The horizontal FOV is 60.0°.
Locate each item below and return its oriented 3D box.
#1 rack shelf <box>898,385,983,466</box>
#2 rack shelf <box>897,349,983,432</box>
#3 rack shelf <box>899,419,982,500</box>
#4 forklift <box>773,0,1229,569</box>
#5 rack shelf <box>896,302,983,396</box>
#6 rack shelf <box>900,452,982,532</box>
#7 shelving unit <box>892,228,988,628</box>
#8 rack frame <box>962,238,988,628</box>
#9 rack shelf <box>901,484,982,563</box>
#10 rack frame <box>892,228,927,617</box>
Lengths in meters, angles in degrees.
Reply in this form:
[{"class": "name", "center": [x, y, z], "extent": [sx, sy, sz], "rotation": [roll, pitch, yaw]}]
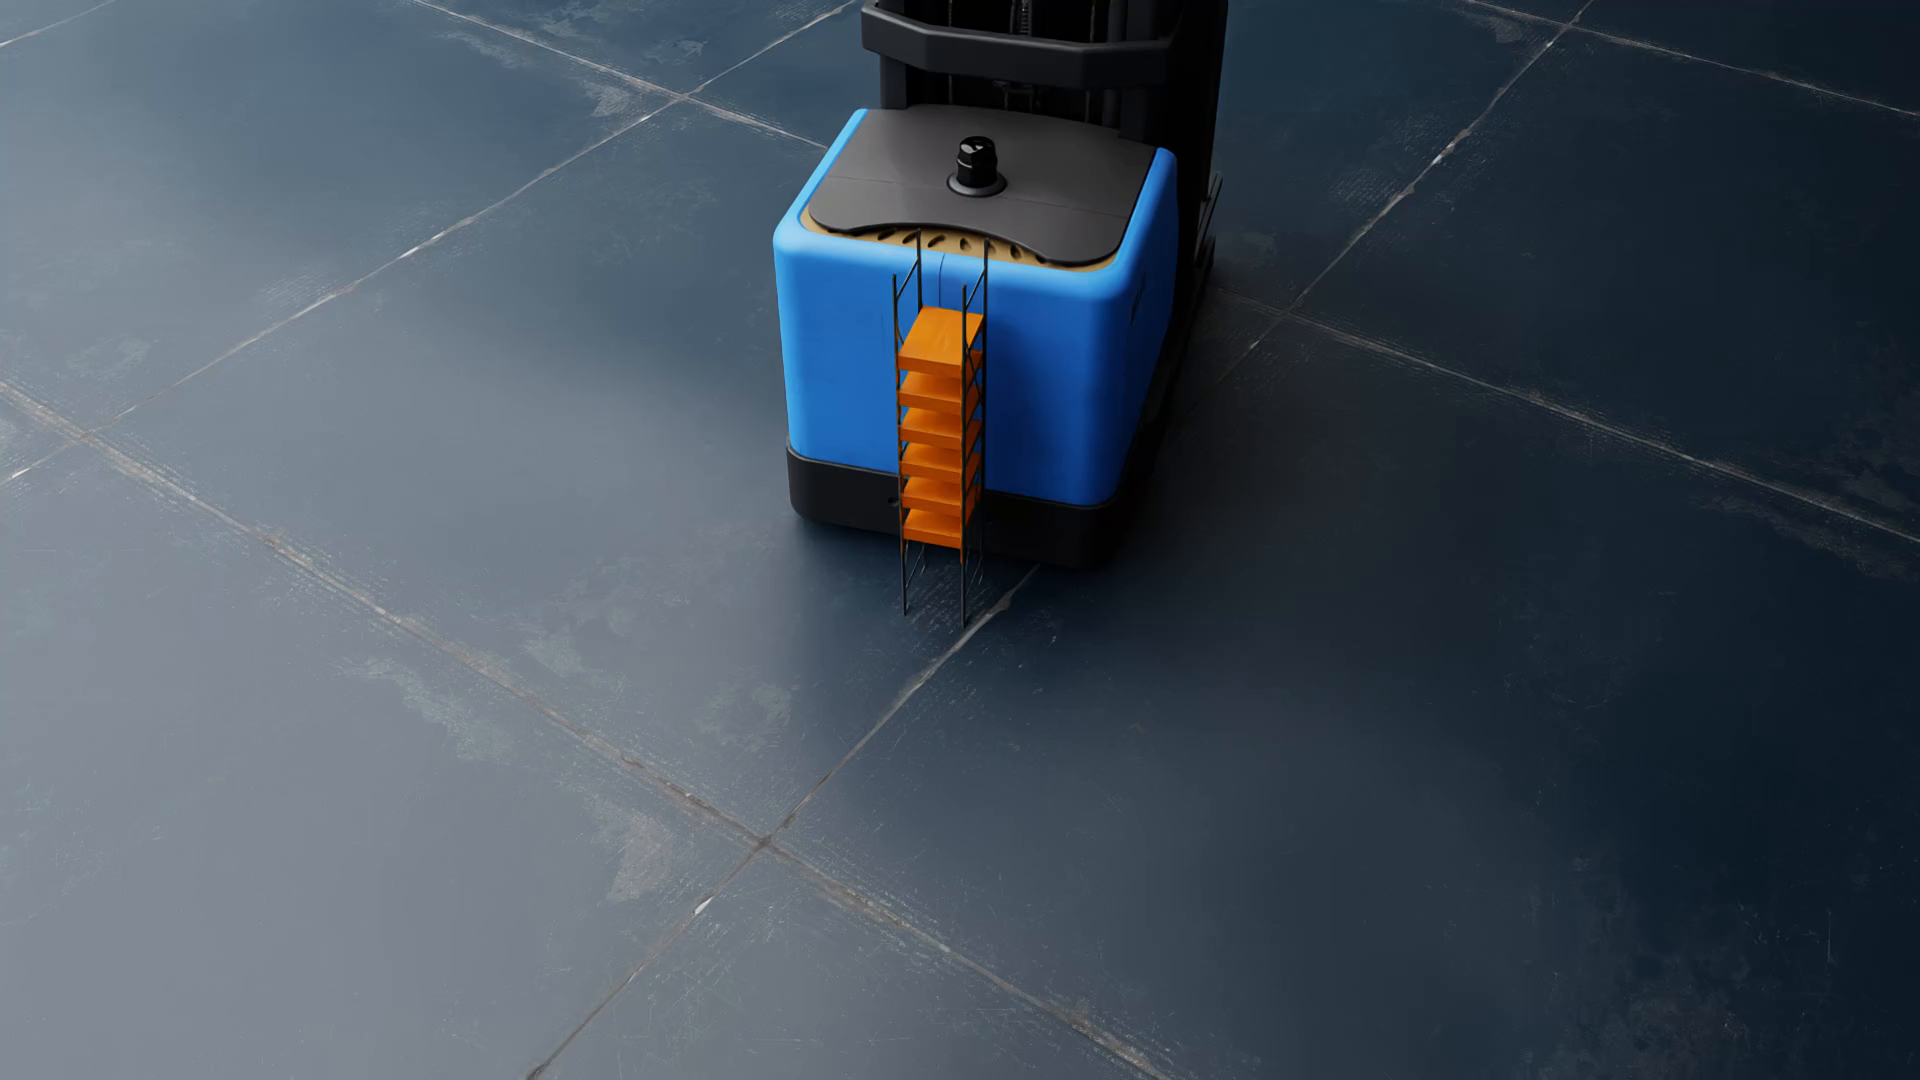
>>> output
[{"class": "rack shelf", "center": [-0.049, -0.334, 4.610], "extent": [0.180, 0.103, 0.258], "rotation": [10, 43, 11]}, {"class": "rack shelf", "center": [-0.049, -0.424, 4.530], "extent": [0.180, 0.103, 0.258], "rotation": [10, 43, 11]}, {"class": "rack shelf", "center": [-0.049, -0.245, 4.690], "extent": [0.180, 0.103, 0.258], "rotation": [10, 43, 11]}, {"class": "forklift", "center": [0.343, -2.001, 5.288], "extent": [1.130, 2.935, 3.031], "rotation": [10, 43, 11]}, {"class": "rack shelf", "center": [-0.049, -0.513, 4.450], "extent": [0.180, 0.103, 0.258], "rotation": [10, 43, 11]}, {"class": "rack shelf", "center": [-0.049, -0.156, 4.770], "extent": [0.180, 0.103, 0.258], "rotation": [10, 43, 11]}, {"class": "shelving unit", "center": [-0.049, -0.278, 4.661], "extent": [0.189, 1.200, 0.258], "rotation": [10, 43, 11]}, {"class": "rack frame", "center": [0.039, -0.262, 4.643], "extent": [0.006, 1.200, 0.240], "rotation": [10, 43, 11]}, {"class": "rack shelf", "center": [-0.049, -0.066, 4.851], "extent": [0.180, 0.103, 0.258], "rotation": [10, 43, 11]}, {"class": "rack frame", "center": [-0.137, -0.294, 4.679], "extent": [0.006, 1.200, 0.240], "rotation": [10, 43, 11]}]
